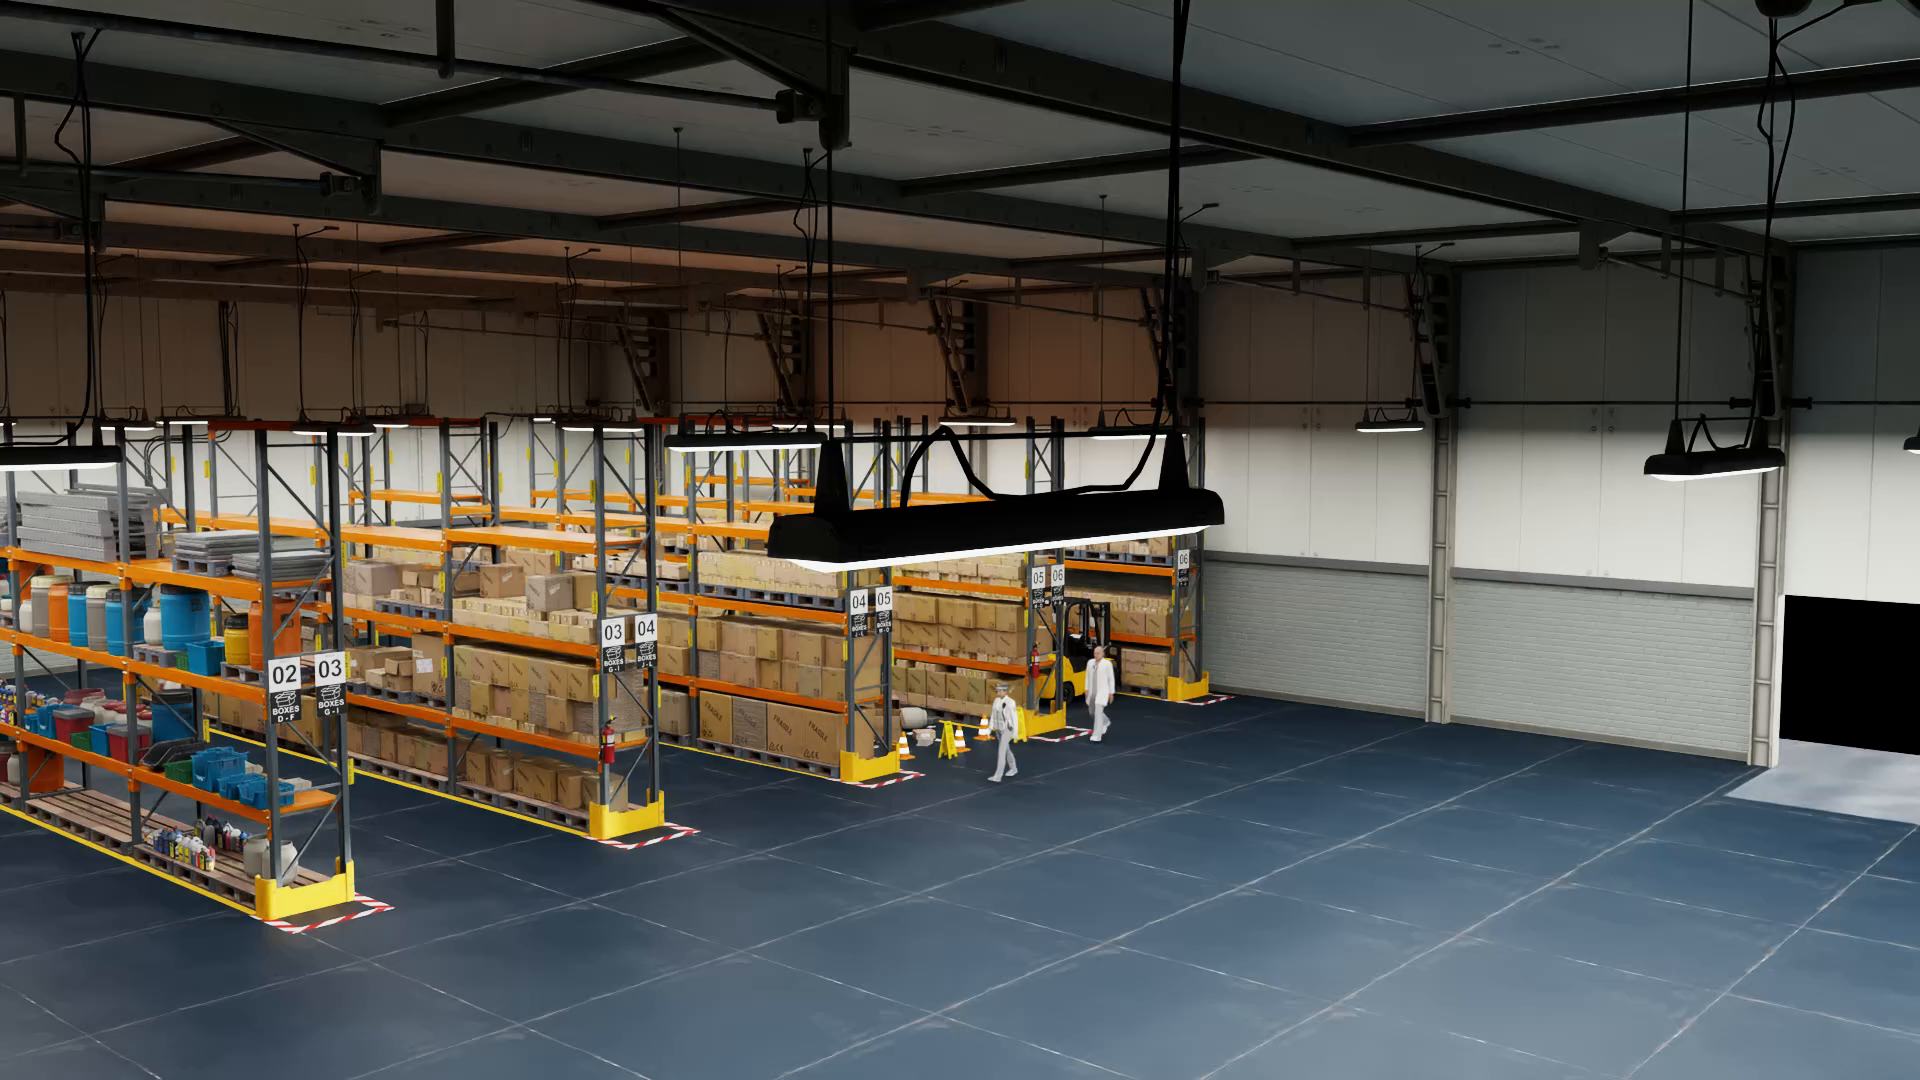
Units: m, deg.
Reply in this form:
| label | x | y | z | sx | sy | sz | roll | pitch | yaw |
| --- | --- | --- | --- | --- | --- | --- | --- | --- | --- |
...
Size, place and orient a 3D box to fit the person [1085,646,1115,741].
| label | x | y | z | sx | sy | sz | roll | pitch | yaw |
| --- | --- | --- | --- | --- | --- | --- | --- | --- | --- |
| person | 2.644 | 2.859 | 31.245 | 0.628 | 1.760 | 0.916 | 4 | 6 | 41 |

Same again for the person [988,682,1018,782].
| label | x | y | z | sx | sy | sz | roll | pitch | yaw |
| --- | --- | --- | --- | --- | --- | --- | --- | --- | --- |
| person | 0.694 | 3.195 | 27.852 | 0.866 | 1.632 | 0.491 | -4 | 6 | -40 |

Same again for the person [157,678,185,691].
| label | x | y | z | sx | sy | sz | roll | pitch | yaw |
| --- | --- | --- | --- | --- | --- | --- | --- | --- | --- |
| person | -14.332 | 2.921 | 30.231 | 0.477 | 1.780 | 0.604 | 3 | 5 | 29 |
